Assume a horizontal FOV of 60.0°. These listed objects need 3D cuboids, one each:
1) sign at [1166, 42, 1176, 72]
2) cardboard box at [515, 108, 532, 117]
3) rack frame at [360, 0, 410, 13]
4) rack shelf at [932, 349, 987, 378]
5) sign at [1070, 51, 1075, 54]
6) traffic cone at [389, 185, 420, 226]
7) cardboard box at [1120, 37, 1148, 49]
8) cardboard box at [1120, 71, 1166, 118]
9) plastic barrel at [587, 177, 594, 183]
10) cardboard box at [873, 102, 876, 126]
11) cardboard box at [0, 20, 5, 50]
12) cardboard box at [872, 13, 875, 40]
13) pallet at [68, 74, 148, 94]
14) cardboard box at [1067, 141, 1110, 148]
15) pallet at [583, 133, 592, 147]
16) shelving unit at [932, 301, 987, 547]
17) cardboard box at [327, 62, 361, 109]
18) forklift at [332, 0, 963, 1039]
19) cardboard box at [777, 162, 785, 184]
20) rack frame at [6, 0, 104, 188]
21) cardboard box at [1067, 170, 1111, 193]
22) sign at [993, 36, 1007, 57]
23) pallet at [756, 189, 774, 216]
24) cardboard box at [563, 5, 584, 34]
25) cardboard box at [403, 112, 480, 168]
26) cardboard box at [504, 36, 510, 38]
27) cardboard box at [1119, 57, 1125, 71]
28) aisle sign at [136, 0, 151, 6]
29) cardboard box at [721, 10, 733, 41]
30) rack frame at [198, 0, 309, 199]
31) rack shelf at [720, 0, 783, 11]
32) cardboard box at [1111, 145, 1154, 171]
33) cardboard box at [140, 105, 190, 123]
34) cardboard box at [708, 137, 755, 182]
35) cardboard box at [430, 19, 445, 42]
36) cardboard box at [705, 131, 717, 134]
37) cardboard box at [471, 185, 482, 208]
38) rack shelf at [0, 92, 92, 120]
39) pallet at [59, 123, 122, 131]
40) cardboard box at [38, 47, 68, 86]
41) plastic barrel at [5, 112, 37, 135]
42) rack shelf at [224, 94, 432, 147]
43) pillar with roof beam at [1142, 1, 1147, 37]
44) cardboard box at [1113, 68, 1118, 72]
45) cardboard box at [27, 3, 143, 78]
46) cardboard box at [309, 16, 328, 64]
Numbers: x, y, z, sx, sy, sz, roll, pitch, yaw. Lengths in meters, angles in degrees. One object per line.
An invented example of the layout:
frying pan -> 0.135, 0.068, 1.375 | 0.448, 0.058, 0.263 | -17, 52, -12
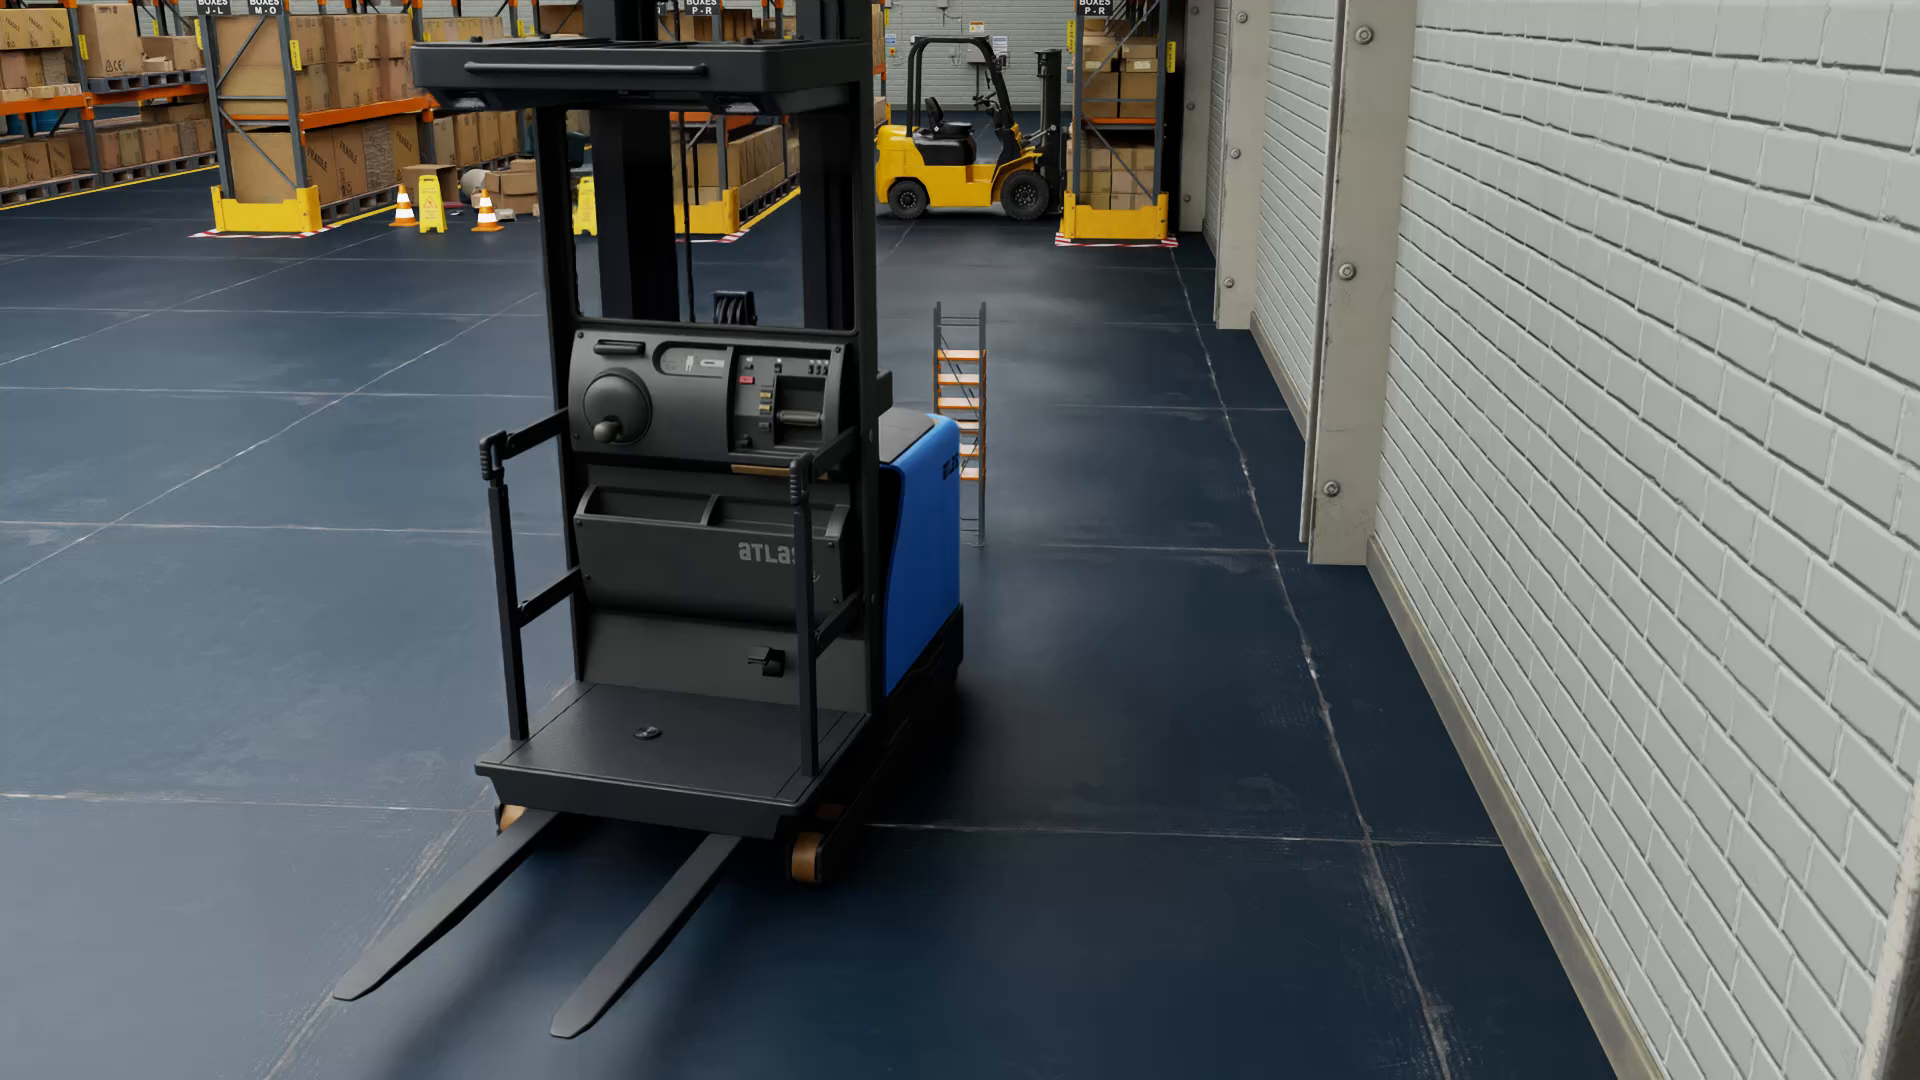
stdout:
sign -> 2.327, -5.333, 18.364 | 0.100, 0.325, 0.005 | 1, 18, 4
cardboard box -> -7.258, -7.149, 27.558 | 0.500, 0.250, 0.500 | 0, 18, 1
rack frame -> -11.915, -10.199, 34.730 | 1.000, 3.000, 0.127 | 1, 18, 4
rack shelf -> -0.001, -0.866, 8.124 | 0.258, 0.103, 0.180 | 1, 18, 4
sign -> 1.518, -6.662, 22.206 | 0.100, 0.325, 0.005 | 1, 18, 4
traffic cone -> -6.668, -4.015, 19.933 | 0.336, 0.463, 0.334 | 1, 18, 4
cardboard box -> 2.279, -6.455, 21.625 | 0.380, 0.149, 0.250 | 1, 18, 2
cardboard box -> 2.086, -5.094, 18.990 | 0.500, 0.500, 0.500 | 2, 18, 6
plastic barrel -> -4.540, -4.459, 21.352 | 0.512, 0.421, 0.421 | 17, 25, 41
cardboard box -> -2.102, -8.188, 32.034 | 0.875, 0.438, 0.875 | 1, 18, 2
cardboard box -> -12.644, -6.524, 21.272 | 0.500, 0.500, 0.500 | 1, 18, 4
cardboard box -> -1.913, -9.872, 31.968 | 0.500, 0.500, 0.500 | 1, 18, 4
pallet -> -12.576, -6.615, 24.101 | 1.003, 0.211, 1.213 | 1, 18, 4
cardboard box -> 1.526, -4.575, 19.704 | 0.500, 0.250, 0.500 | 2, 18, 5
pallet -> -7.316, -7.247, 30.201 | 1.003, 0.211, 1.213 | 1, 18, 4
shelving unit -> -0.001, -0.566, 8.222 | 0.258, 1.200, 0.189 | 1, 18, 4
cardboard box -> -7.958, -5.617, 20.508 | 0.875, 0.550, 0.550 | 1, 18, 4
forklift -> -0.867, -0.457, 5.111 | 1.130, 2.935, 3.031 | 5, 19, 14
cardboard box -> -2.665, -4.954, 22.465 | 0.500, 0.250, 0.500 | 2, 18, 6
rack frame -> -12.776, -6.472, 23.356 | 1.000, 3.000, 0.127 | 1, 18, 4
cardboard box -> 1.496, -4.187, 19.323 | 0.500, 0.250, 0.500 | 1, 18, 3
sign -> 0.942, -11.645, 39.297 | 0.329, 0.494, 0.001 | 1, 18, 4
pallet -> -2.989, -4.336, 21.317 | 1.003, 0.211, 1.213 | 1, 18, 4
cardboard box -> -6.987, -9.613, 30.699 | 0.500, 0.500, 0.500 | 2, 18, 5
cardboard box -> -7.808, -5.954, 24.716 | 1.050, 0.750, 0.750 | 1, 18, 4
cardboard box -> -7.876, -8.499, 28.316 | 0.380, 0.149, 0.250 | 2, 18, 7
cardboard box -> 2.011, -5.432, 18.981 | 0.380, 0.149, 0.250 | 1, 18, 4
aisle sign -> -17.147, -11.573, 34.751 | 0.394, 0.787, 0.004 | 1, 18, 4
cardboard box -> -3.207, -6.305, 20.604 | 0.700, 0.500, 0.500 | 1, 18, 4
rack frame -> -8.122, -5.087, 19.131 | 1.000, 3.000, 0.127 | 1, 18, 4
rack shelf -> -3.034, -6.713, 20.430 | 1.077, 0.370, 4.000 | 1, 18, 4
cardboard box -> 1.997, -4.412, 19.205 | 0.500, 0.250, 0.500 | 1, 18, 3
cardboard box -> -12.535, -6.718, 26.211 | 0.500, 0.250, 0.500 | 3, 18, 10
cardboard box -> -2.810, -4.672, 20.400 | 0.500, 0.500, 0.500 | 1, 18, 2
cardboard box -> -7.771, -7.166, 23.710 | 0.700, 0.500, 0.500 | 1, 18, 3
cardboard box -> -3.268, -4.995, 21.387 | 0.500, 0.500, 0.500 | 2, 18, 7
cardboard box -> -6.122, -4.455, 21.594 | 0.396, 0.266, 0.258 | 4, 19, 13
rack shelf -> -12.919, -5.509, 21.573 | 1.077, 0.370, 4.000 | 1, 18, 4
pallet -> -17.128, -7.971, 32.410 | 1.003, 0.211, 1.213 | 1, 18, 4
cardboard box -> -12.870, -6.522, 22.872 | 0.875, 0.500, 0.500 | 1, 18, 4
plastic barrel -> -17.249, -7.881, 30.352 | 0.600, 0.901, 0.708 | 1, 18, 4
rack shelf -> -7.979, -5.367, 21.139 | 1.077, 0.370, 4.000 | 1, 18, 4
pillar with roof beam -> -0.281, -13.632, 35.574 | 9.100, 9.000, 0.400 | 1, 18, 4
cardboard box -> 1.593, -5.266, 19.515 | 0.500, 0.500, 0.500 | 2, 18, 6
cardboard box -> -12.579, -7.200, 23.941 | 1.000, 1.000, 1.000 | 1, 18, 4
cardboard box -> -8.110, -5.959, 19.816 | 0.875, 0.550, 0.550 | 1, 18, 4
